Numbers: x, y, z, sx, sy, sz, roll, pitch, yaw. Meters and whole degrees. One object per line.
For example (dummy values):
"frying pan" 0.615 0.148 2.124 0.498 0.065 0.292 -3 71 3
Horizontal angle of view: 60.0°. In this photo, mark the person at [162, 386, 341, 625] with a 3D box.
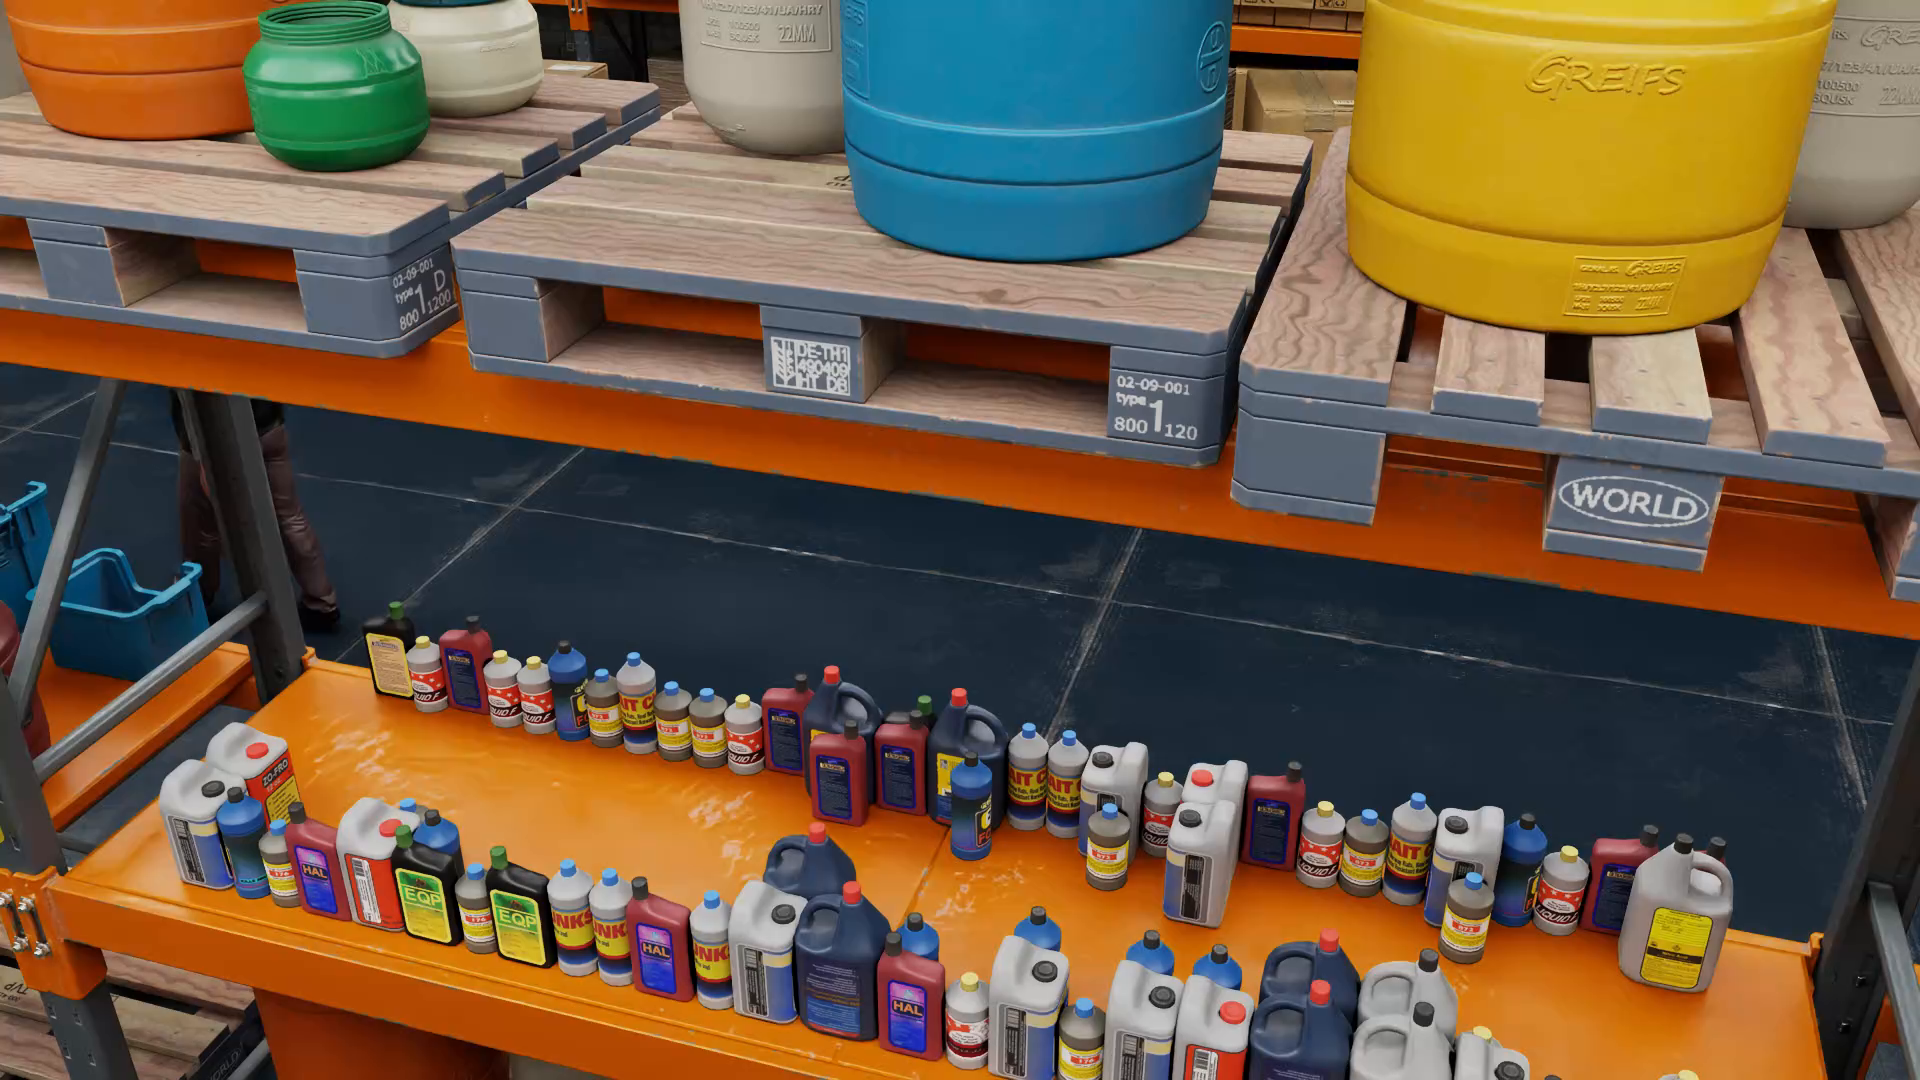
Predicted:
"person" -3.084 -0.445 6.926 0.904 1.695 0.579 13 32 22
